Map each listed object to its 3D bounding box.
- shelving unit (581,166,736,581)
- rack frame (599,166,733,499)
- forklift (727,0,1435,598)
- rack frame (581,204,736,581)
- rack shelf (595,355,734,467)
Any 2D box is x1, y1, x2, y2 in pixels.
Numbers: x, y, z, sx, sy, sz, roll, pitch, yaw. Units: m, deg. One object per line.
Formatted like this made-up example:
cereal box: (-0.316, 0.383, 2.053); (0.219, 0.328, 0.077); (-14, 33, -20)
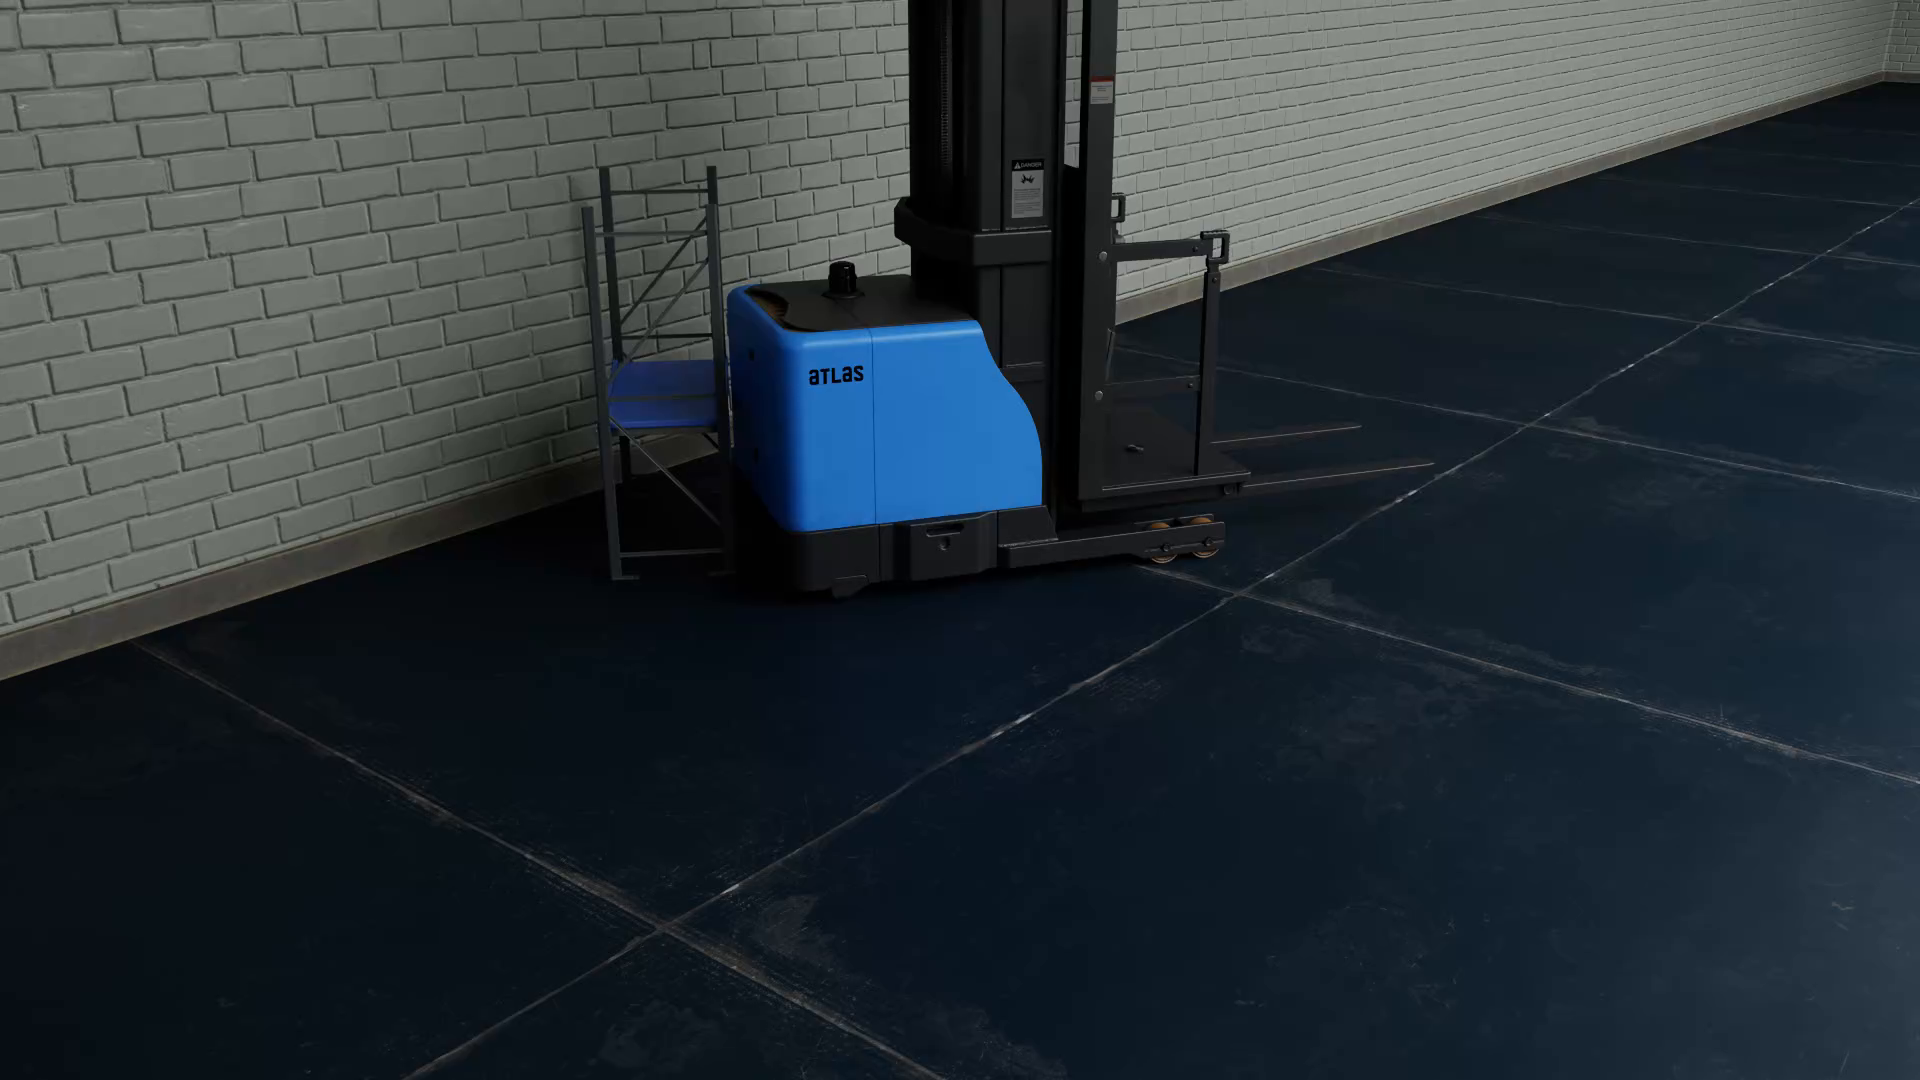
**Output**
shelving unit: (-1.236, -0.731, 6.982); (0.538, 1.500, 1.048); (-3, 21, -7)
rack frame: (-1.306, -0.909, 7.453); (0.500, 1.500, 0.032); (-3, 21, -7)
forklift: (0.589, -1.443, 6.841); (3.031, 2.935, 1.130); (-7, 22, -18)
rack frame: (-1.167, -0.553, 6.510); (0.500, 1.500, 0.032); (-3, 21, -7)
rack shelf: (-1.236, -0.563, 7.045); (0.538, 0.185, 1.000); (-3, 21, -7)
